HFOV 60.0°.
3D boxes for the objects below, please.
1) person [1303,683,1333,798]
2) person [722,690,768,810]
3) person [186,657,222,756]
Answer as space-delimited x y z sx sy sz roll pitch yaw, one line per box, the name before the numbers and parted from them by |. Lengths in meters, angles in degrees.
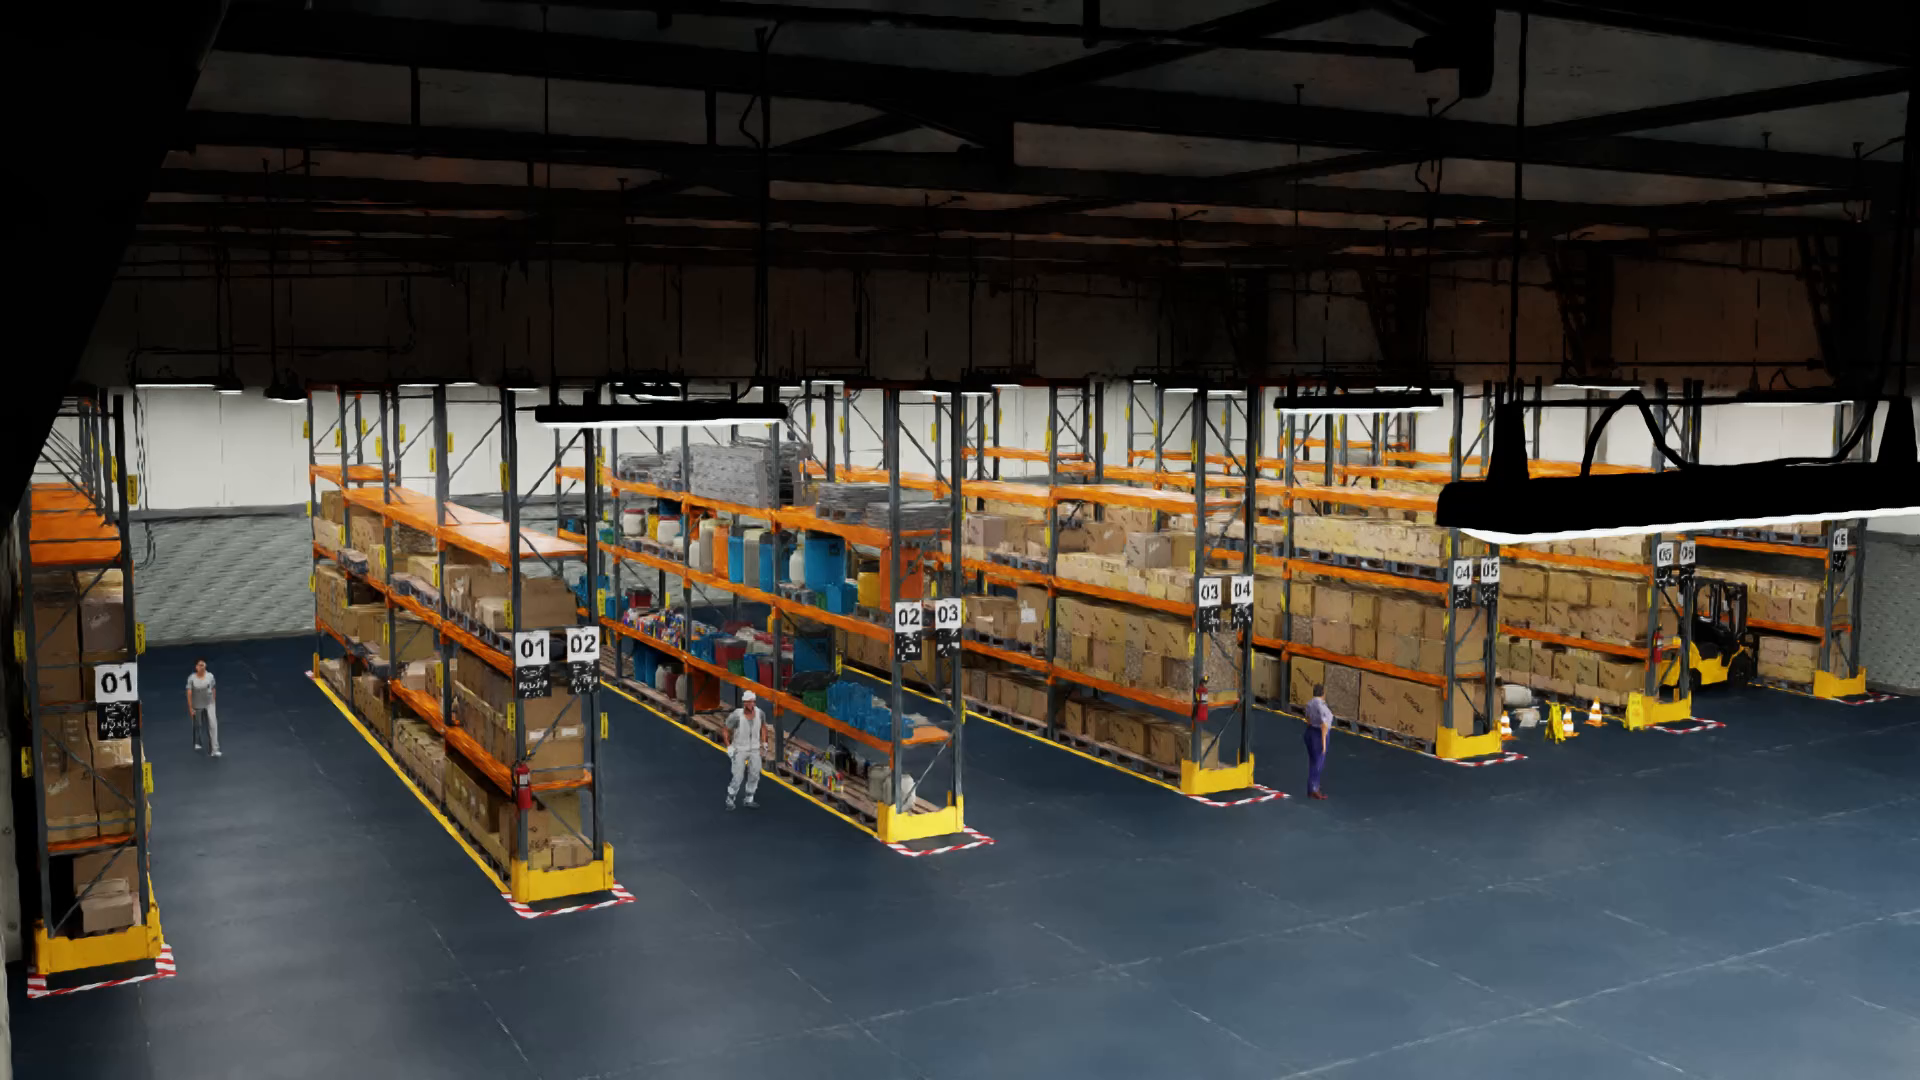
person | 5.249 2.923 24.384 0.459 1.649 0.644 -2 6 -19
person | -3.029 2.971 23.559 0.677 1.742 0.552 -4 7 -30
person | -12.238 2.666 26.844 0.449 1.586 1.099 -4 7 -31
